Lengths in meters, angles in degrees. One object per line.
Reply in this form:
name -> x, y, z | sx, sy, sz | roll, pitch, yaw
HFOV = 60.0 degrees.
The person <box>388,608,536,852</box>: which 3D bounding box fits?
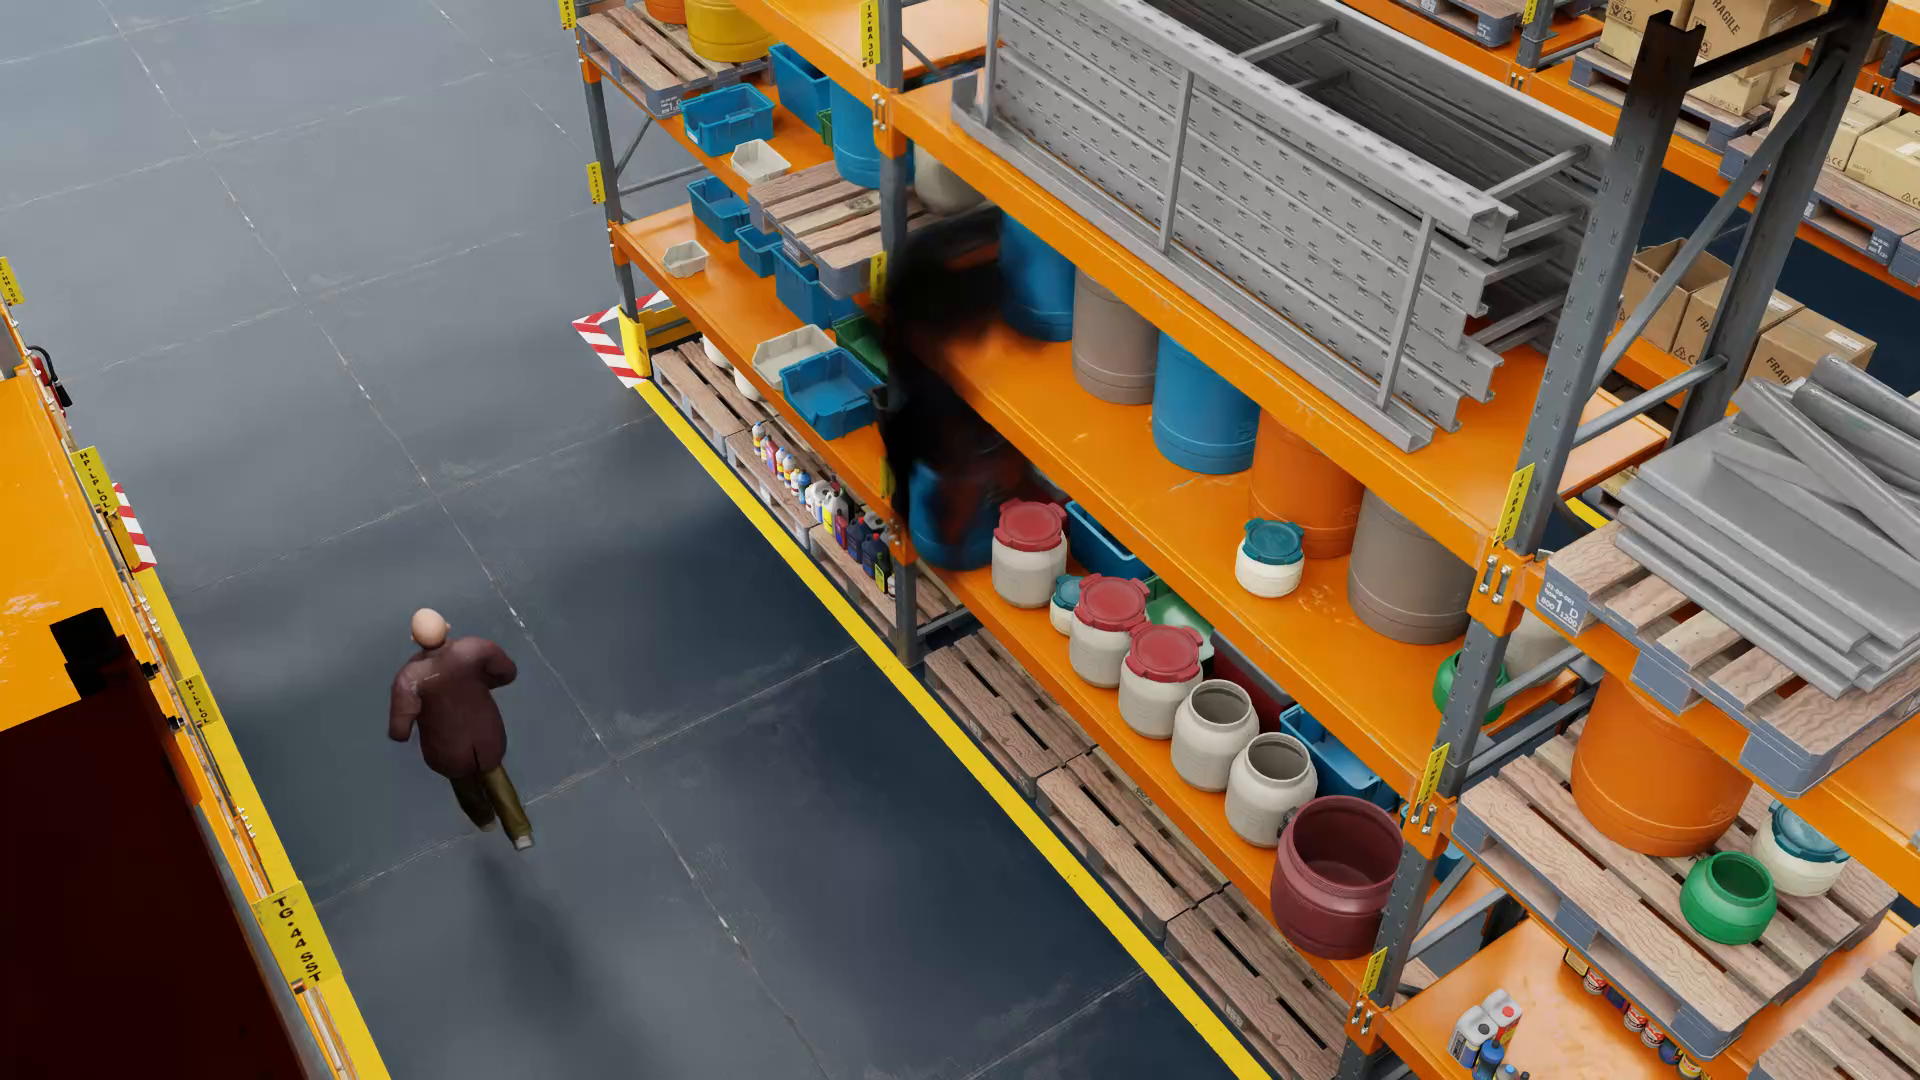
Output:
person -> -2.668, 1.045, 8.909 | 0.737, 1.797, 0.778 | -27, 49, -26
